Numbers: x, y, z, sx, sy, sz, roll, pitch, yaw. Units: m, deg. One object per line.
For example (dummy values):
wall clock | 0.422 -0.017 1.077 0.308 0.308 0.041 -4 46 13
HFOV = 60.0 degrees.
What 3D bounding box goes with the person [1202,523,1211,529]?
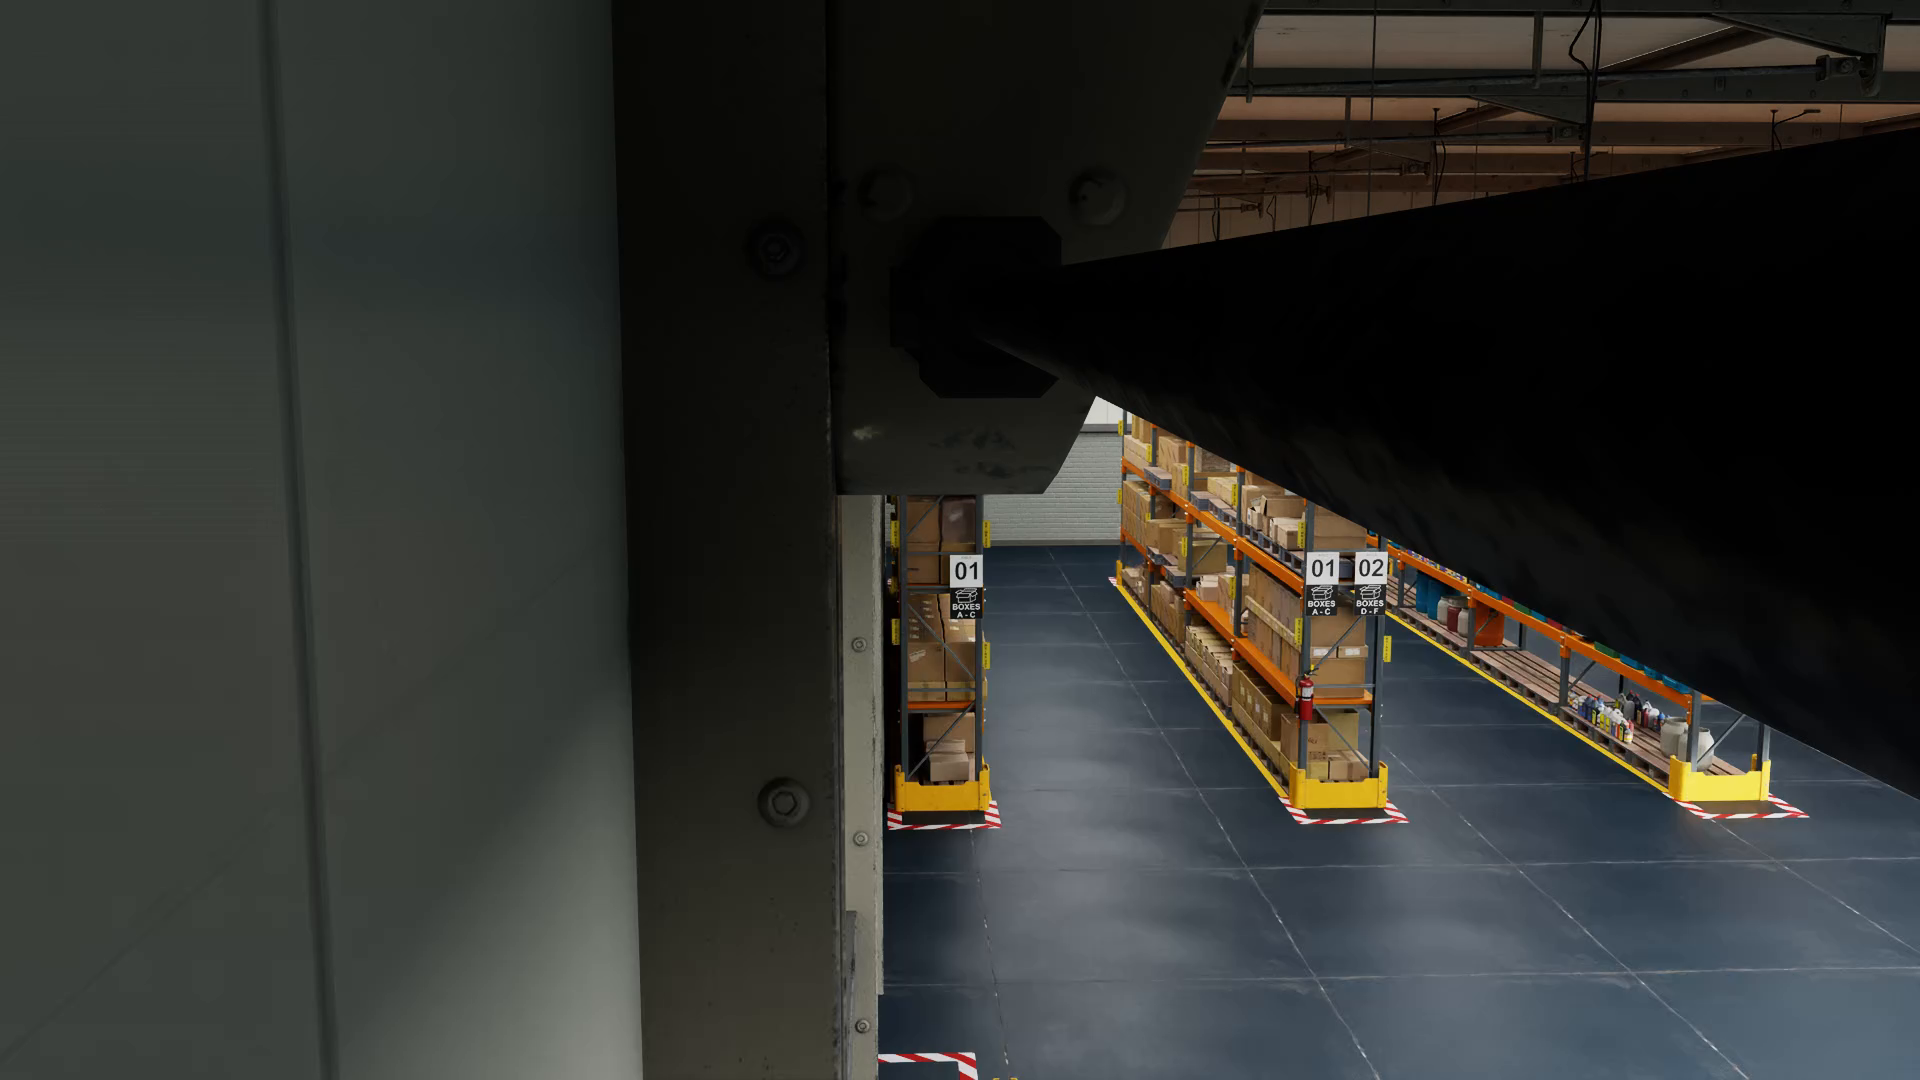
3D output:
person | 5.440 0.084 36.926 0.834 1.647 0.612 6 10 34
